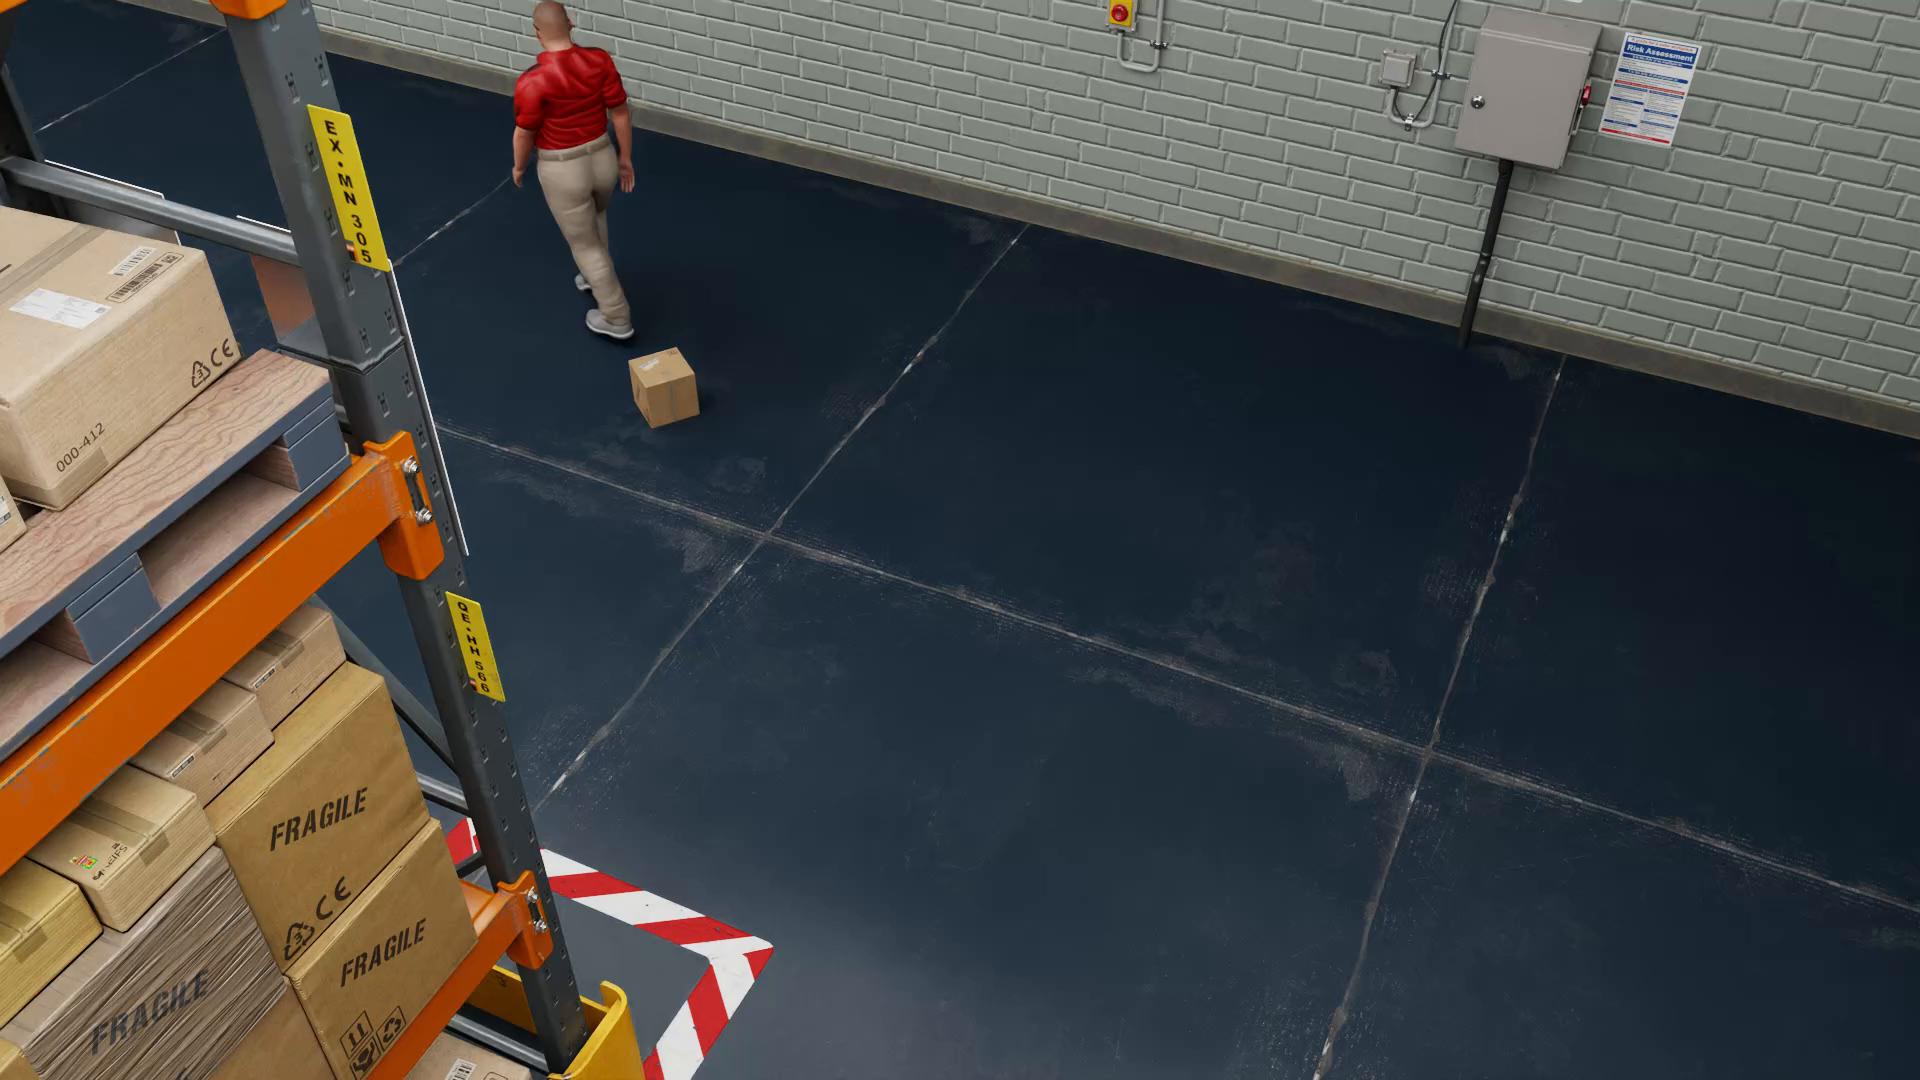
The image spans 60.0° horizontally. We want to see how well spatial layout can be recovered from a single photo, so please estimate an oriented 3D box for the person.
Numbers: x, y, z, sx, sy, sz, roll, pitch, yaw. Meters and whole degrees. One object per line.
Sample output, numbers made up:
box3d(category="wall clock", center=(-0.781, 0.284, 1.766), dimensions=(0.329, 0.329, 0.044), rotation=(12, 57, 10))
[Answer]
box3d(category="person", center=(-1.922, -1.832, 8.236), dimensions=(0.745, 1.767, 0.545), rotation=(33, 51, 31))
